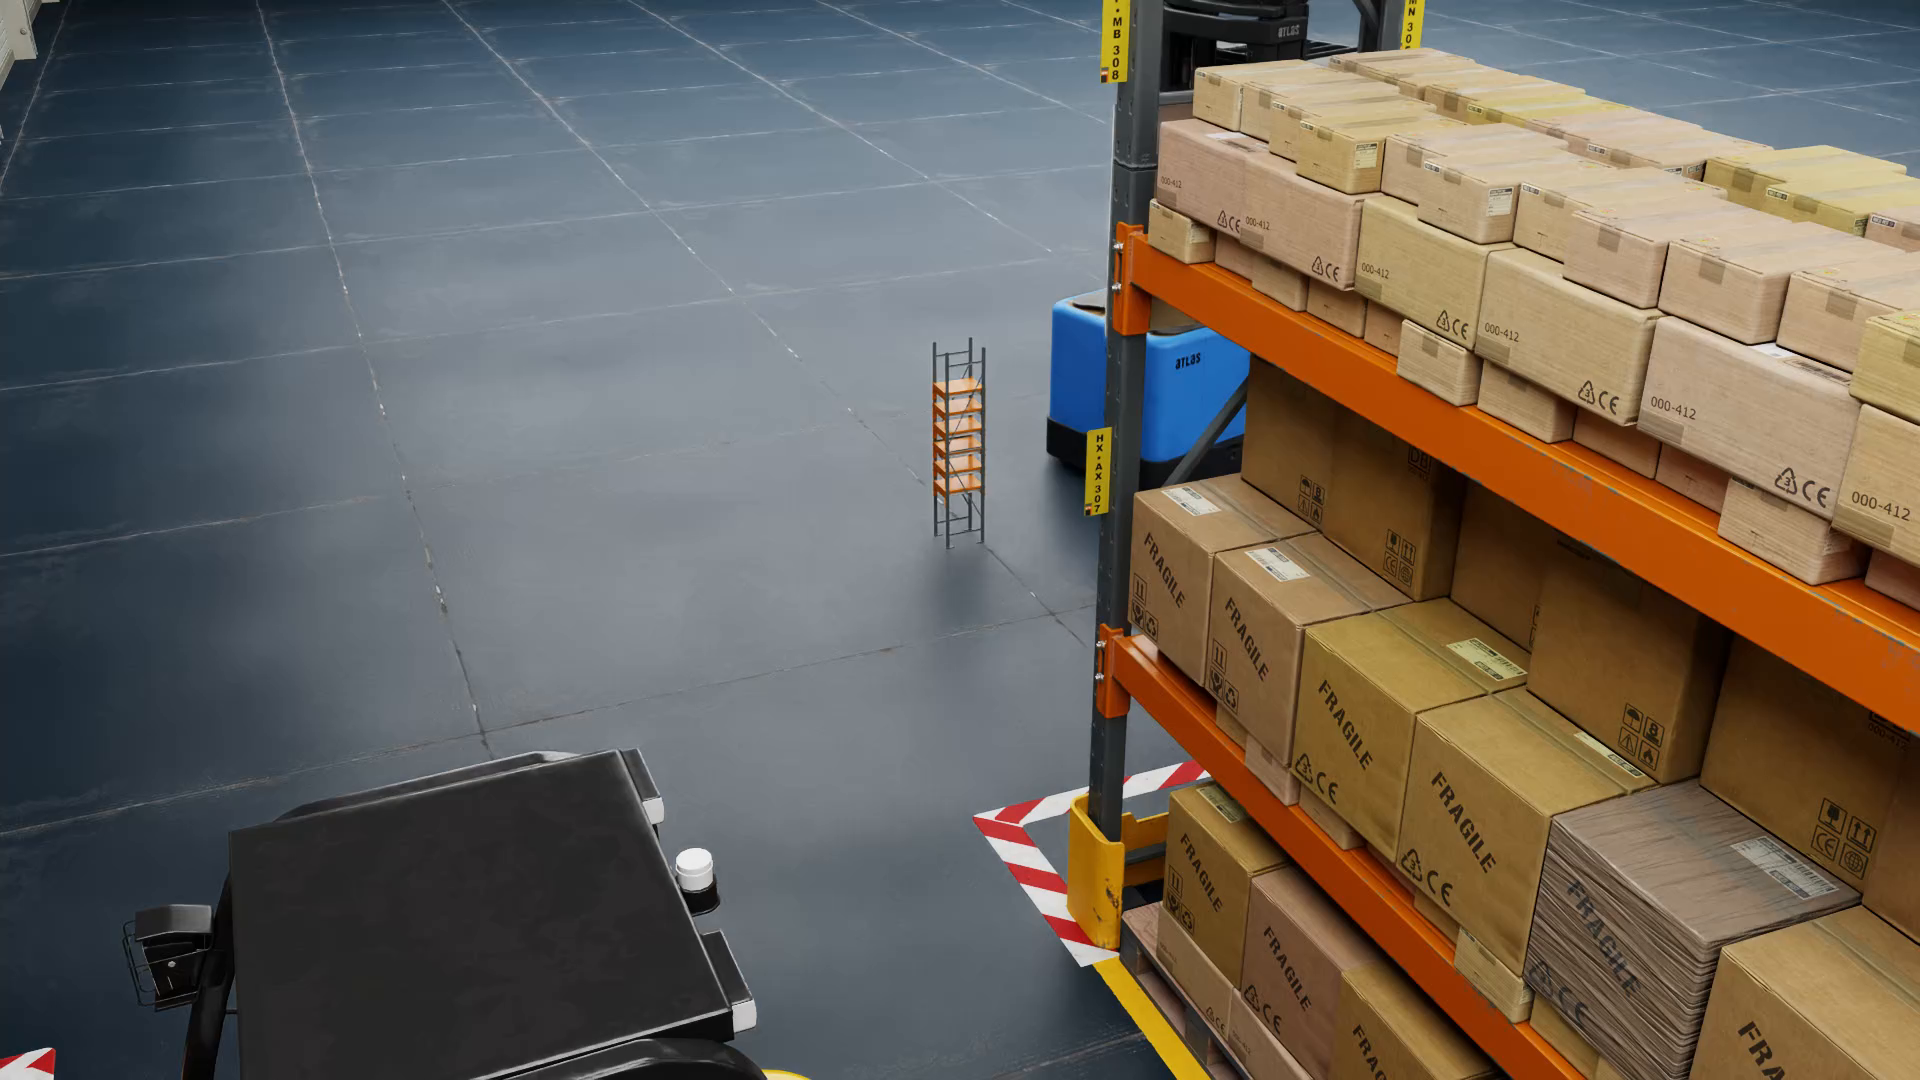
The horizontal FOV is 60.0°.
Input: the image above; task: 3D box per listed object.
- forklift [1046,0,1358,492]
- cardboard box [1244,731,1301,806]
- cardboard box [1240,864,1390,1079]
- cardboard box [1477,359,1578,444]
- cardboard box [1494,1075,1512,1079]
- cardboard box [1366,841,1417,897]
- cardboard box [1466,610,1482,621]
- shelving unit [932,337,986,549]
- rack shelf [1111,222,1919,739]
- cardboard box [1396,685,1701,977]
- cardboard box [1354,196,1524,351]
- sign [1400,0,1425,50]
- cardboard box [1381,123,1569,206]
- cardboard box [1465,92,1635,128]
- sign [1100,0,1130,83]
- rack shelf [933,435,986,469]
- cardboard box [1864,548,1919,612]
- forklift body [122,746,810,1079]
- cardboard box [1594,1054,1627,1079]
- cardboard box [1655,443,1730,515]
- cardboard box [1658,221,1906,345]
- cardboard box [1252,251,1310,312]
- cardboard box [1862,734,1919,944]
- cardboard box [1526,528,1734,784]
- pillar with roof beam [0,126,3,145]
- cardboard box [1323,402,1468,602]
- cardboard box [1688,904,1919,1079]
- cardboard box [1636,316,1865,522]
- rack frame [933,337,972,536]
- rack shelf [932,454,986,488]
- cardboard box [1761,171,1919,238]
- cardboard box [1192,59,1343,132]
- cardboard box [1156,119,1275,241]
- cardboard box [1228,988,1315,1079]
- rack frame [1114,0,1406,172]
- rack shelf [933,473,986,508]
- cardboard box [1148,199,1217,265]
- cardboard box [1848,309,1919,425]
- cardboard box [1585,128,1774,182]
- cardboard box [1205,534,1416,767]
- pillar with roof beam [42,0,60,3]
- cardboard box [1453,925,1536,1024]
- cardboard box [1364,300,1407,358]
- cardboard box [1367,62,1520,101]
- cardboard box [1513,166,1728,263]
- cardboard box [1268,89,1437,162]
[{"bbox_3d":[2.021,-2.078,10.666,3.031,2.935,1.130,-20,32,-35],"label":"forklift"},{"bbox_3d":[1.127,0.674,5.237,0.380,0.149,0.250,-10,28,-20],"label":"cardboard box"},{"bbox_3d":[1.266,1.360,5.346,0.500,0.500,0.500,-12,28,-23],"label":"cardboard box"},{"bbox_3d":[1.468,-0.368,3.952,0.380,0.149,0.250,-11,28,-22],"label":"cardboard box"},{"bbox_3d":[1.673,1.779,4.489,0.500,0.500,0.500,-9,27,-18],"label":"cardboard box"},{"bbox_3d":[1.418,0.869,4.838,0.380,0.149,0.250,-10,28,-19],"label":"cardboard box"},{"bbox_3d":[1.837,0.456,4.944,0.500,0.500,0.500,-11,28,-21],"label":"cardboard box"},{"bbox_3d":[-0.006,-0.545,9.499,0.258,1.200,0.189,-11,28,-21],"label":"shelving unit"},{"bbox_3d":[1.770,-0.160,4.060,1.077,0.370,4.000,-11,28,-21],"label":"rack shelf"},{"bbox_3d":[1.530,0.736,4.372,0.500,0.500,0.500,-11,28,-22],"label":"cardboard box"},{"bbox_3d":[1.352,-0.699,4.175,0.500,0.250,0.500,-10,28,-19],"label":"cardboard box"},{"bbox_3d":[1.505,-1.776,5.540,0.100,0.325,0.005,-11,28,-21],"label":"sign"},{"bbox_3d":[1.307,-0.949,4.234,0.380,0.149,0.250,-11,28,-21],"label":"cardboard box"},{"bbox_3d":[1.625,-1.128,4.601,0.380,0.149,0.250,-10,28,-20],"label":"cardboard box"},{"bbox_3d":[0.487,-1.590,5.173,0.100,0.325,0.005,-11,28,-21],"label":"sign"},{"bbox_3d":[-0.006,-0.505,9.518,0.258,0.103,0.180,-11,28,-21],"label":"rack shelf"},{"bbox_3d":[1.953,0.035,3.126,0.380,0.149,0.250,-12,28,-22],"label":"cardboard box"},{"bbox_3d":[-1.158,1.745,3.724,2.313,2.155,1.214,-11,28,-21],"label":"forklift body"},{"bbox_3d":[1.746,1.298,3.959,0.380,0.149,0.250,-11,28,-21],"label":"cardboard box"},{"bbox_3d":[1.735,-0.175,3.557,0.380,0.149,0.250,-10,28,-19],"label":"cardboard box"},{"bbox_3d":[1.658,-0.524,3.363,0.380,0.149,0.250,-10,28,-20],"label":"cardboard box"},{"bbox_3d":[1.075,-0.785,4.805,0.380,0.149,0.250,-10,28,-19],"label":"cardboard box"},{"bbox_3d":[2.400,0.619,3.470,0.700,0.500,0.500,-10,28,-20],"label":"cardboard box"},{"bbox_3d":[1.941,0.217,4.294,0.700,0.500,0.500,-11,28,-21],"label":"cardboard box"},{"bbox_3d":[-7.224,-9.355,18.653,9.100,9.000,0.400,-11,28,-21],"label":"pillar with roof beam"},{"bbox_3d":[1.579,-0.196,5.140,0.700,0.500,0.500,-10,28,-20],"label":"cardboard box"},{"bbox_3d":[1.942,1.150,3.522,0.500,0.500,0.500,-10,28,-19],"label":"cardboard box"},{"bbox_3d":[1.747,-0.286,3.330,0.500,0.250,0.500,-11,28,-21],"label":"cardboard box"},{"bbox_3d":[-0.042,-0.582,9.574,0.240,1.200,0.006,-11,28,-21],"label":"rack frame"},{"bbox_3d":[-0.006,-0.397,9.571,0.258,0.103,0.180,-11,28,-21],"label":"rack shelf"},{"bbox_3d":[2.045,-0.718,3.760,0.380,0.149,0.250,-10,28,-20],"label":"cardboard box"},{"bbox_3d":[0.938,-1.358,5.070,0.380,0.149,0.250,-11,28,-21],"label":"cardboard box"},{"bbox_3d":[0.938,-1.108,5.014,0.500,0.250,0.500,-11,28,-22],"label":"cardboard box"},{"bbox_3d":[1.241,1.685,5.536,0.500,0.250,0.500,-10,28,-19],"label":"cardboard box"},{"bbox_3d":[0.986,-2.638,4.897,1.000,3.000,0.127,-11,28,-21],"label":"rack frame"},{"bbox_3d":[-0.006,-0.289,9.624,0.258,0.103,0.180,-11,28,-21],"label":"rack shelf"},{"bbox_3d":[0.818,-0.988,5.222,0.380,0.149,0.250,-11,28,-21],"label":"cardboard box"},{"bbox_3d":[1.814,-0.306,2.917,0.380,0.149,0.250,-10,28,-19],"label":"cardboard box"},{"bbox_3d":[1.792,-0.918,4.170,0.380,0.149,0.250,-11,28,-22],"label":"cardboard box"},{"bbox_3d":[1.122,0.326,5.210,0.500,0.500,0.500,-10,28,-19],"label":"cardboard box"},{"bbox_3d":[-11.923,-14.199,28.575,9.100,9.000,0.400,-11,28,-21],"label":"pillar with roof beam"},{"bbox_3d":[1.539,1.092,4.381,0.380,0.149,0.250,-10,28,-20],"label":"cardboard box"},{"bbox_3d":[1.302,-0.582,4.391,0.380,0.149,0.250,-11,28,-22],"label":"cardboard box"},{"bbox_3d":[1.456,-1.339,5.033,0.380,0.149,0.250,-10,28,-20],"label":"cardboard box"},{"bbox_3d":[1.505,-0.738,3.801,0.380,0.149,0.250,-10,28,-20],"label":"cardboard box"},{"bbox_3d":[1.092,-1.147,4.639,0.380,0.149,0.250,-11,28,-21],"label":"cardboard box"}]
